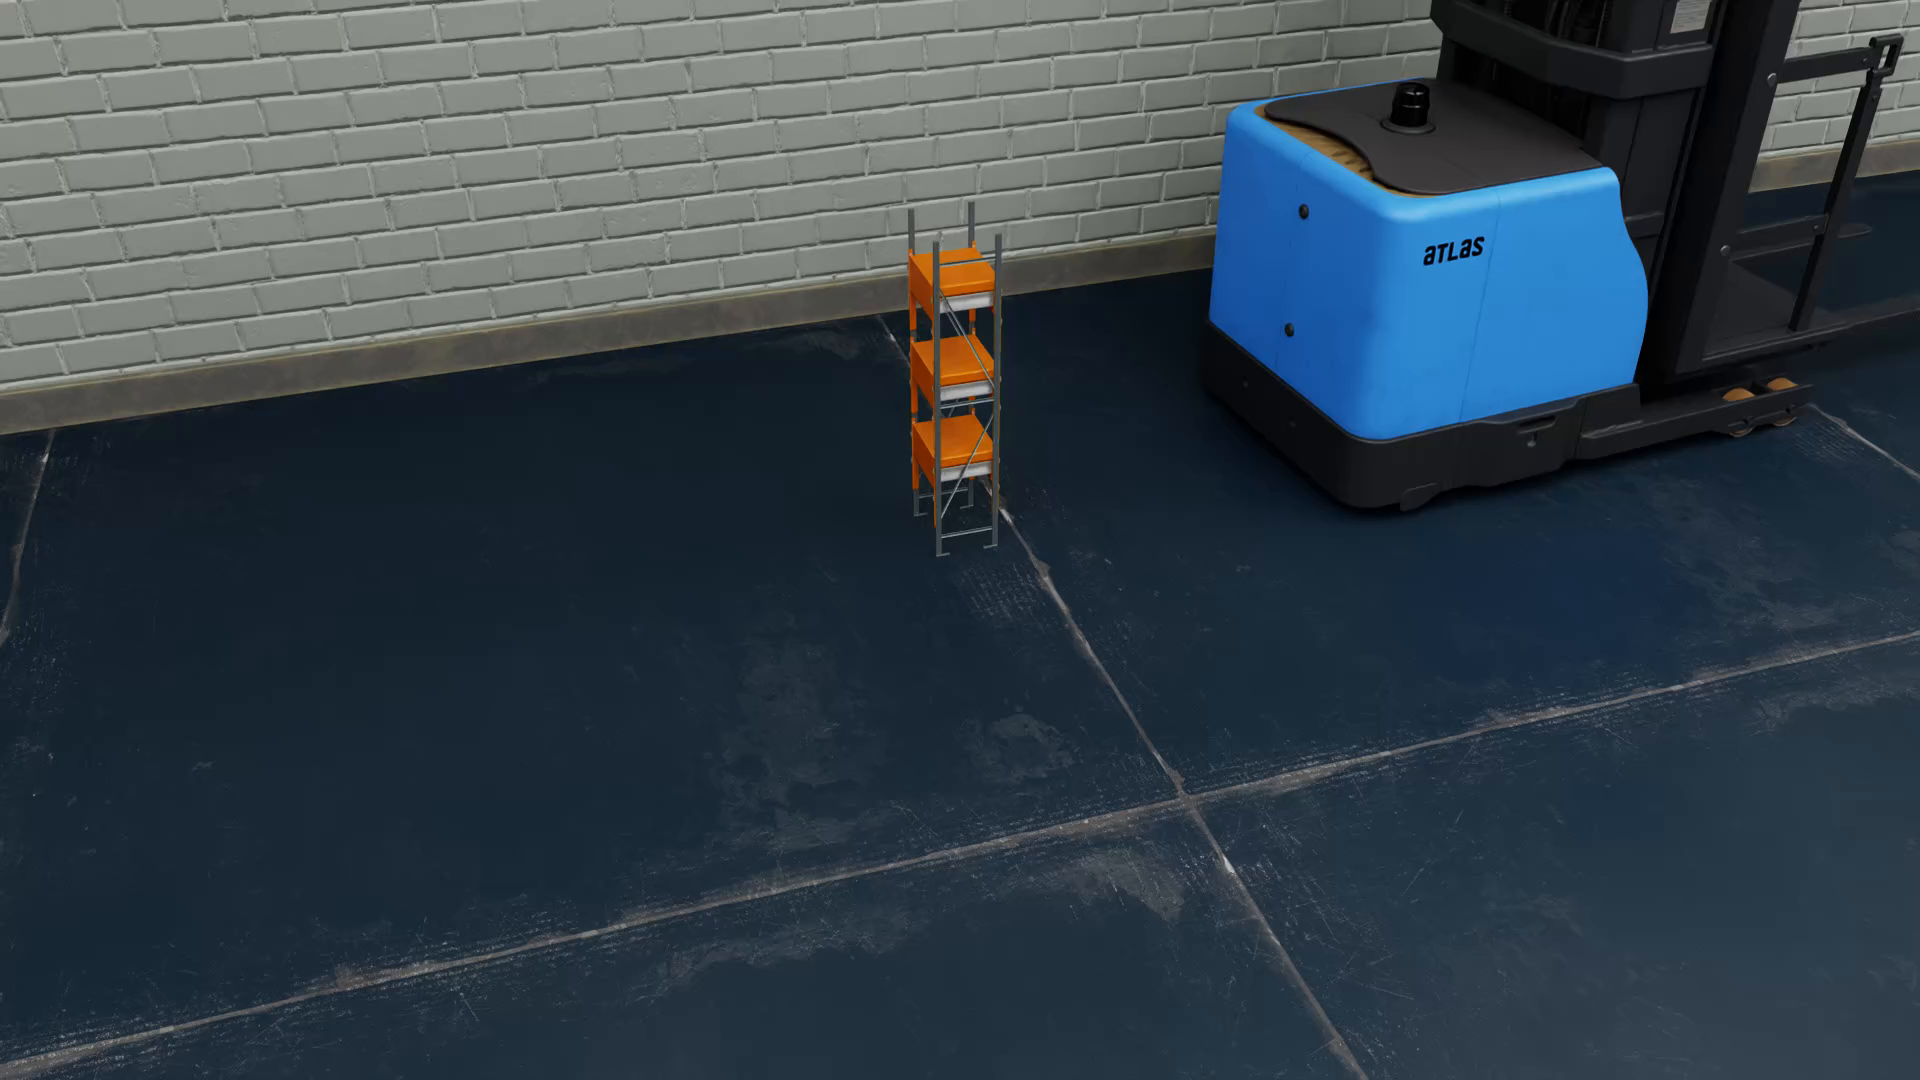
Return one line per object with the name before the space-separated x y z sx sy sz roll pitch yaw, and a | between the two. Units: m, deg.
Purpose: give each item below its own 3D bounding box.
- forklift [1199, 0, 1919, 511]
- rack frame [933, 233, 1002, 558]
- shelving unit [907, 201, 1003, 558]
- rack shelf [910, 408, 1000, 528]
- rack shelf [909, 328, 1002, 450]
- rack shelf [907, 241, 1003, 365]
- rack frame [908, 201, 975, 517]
forklift | 2.430 -1.836 5.370 3.031 2.935 1.130 -13 36 -19
rack frame | 0.021 -0.402 4.906 0.200 1.050 0.008 -10 35 -15
shelving unit | -0.016 -0.466 5.003 0.215 1.050 0.252 -10 35 -15
rack shelf | -0.016 -0.225 5.162 0.215 0.259 0.240 -10 35 -15
rack shelf | -0.016 -0.457 5.009 0.215 0.259 0.240 -10 35 -15
rack shelf | -0.016 -0.694 4.852 0.215 0.259 0.240 -10 35 -15
rack frame | -0.054 -0.530 5.100 0.200 1.050 0.008 -10 35 -15
